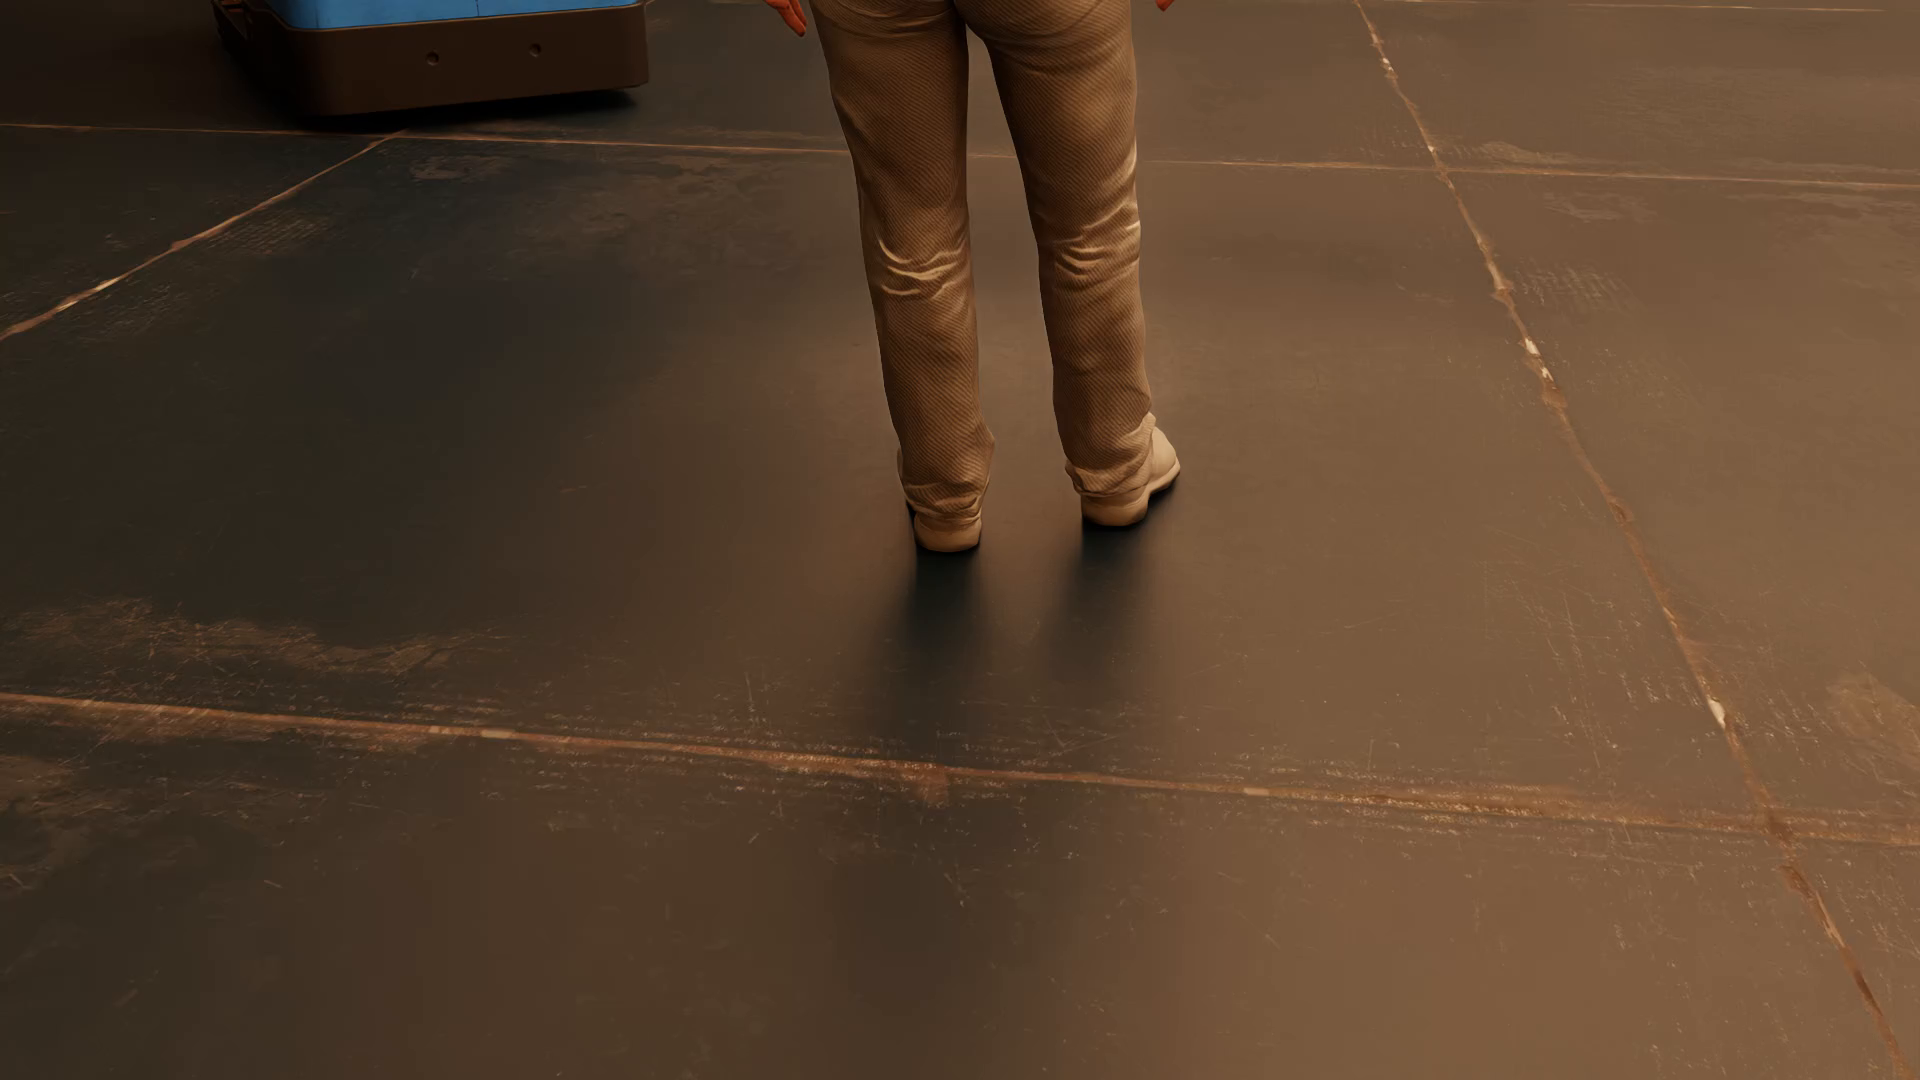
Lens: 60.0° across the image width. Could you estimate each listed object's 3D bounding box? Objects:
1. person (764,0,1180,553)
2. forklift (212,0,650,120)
[{"bbox_3d":[0.016,-0.828,2.156,0.634,1.775,0.566,3,27,7],"label":"person"},{"bbox_3d":[-2.116,-3.154,5.539,1.130,2.935,3.031,-13,29,-25],"label":"forklift"}]
